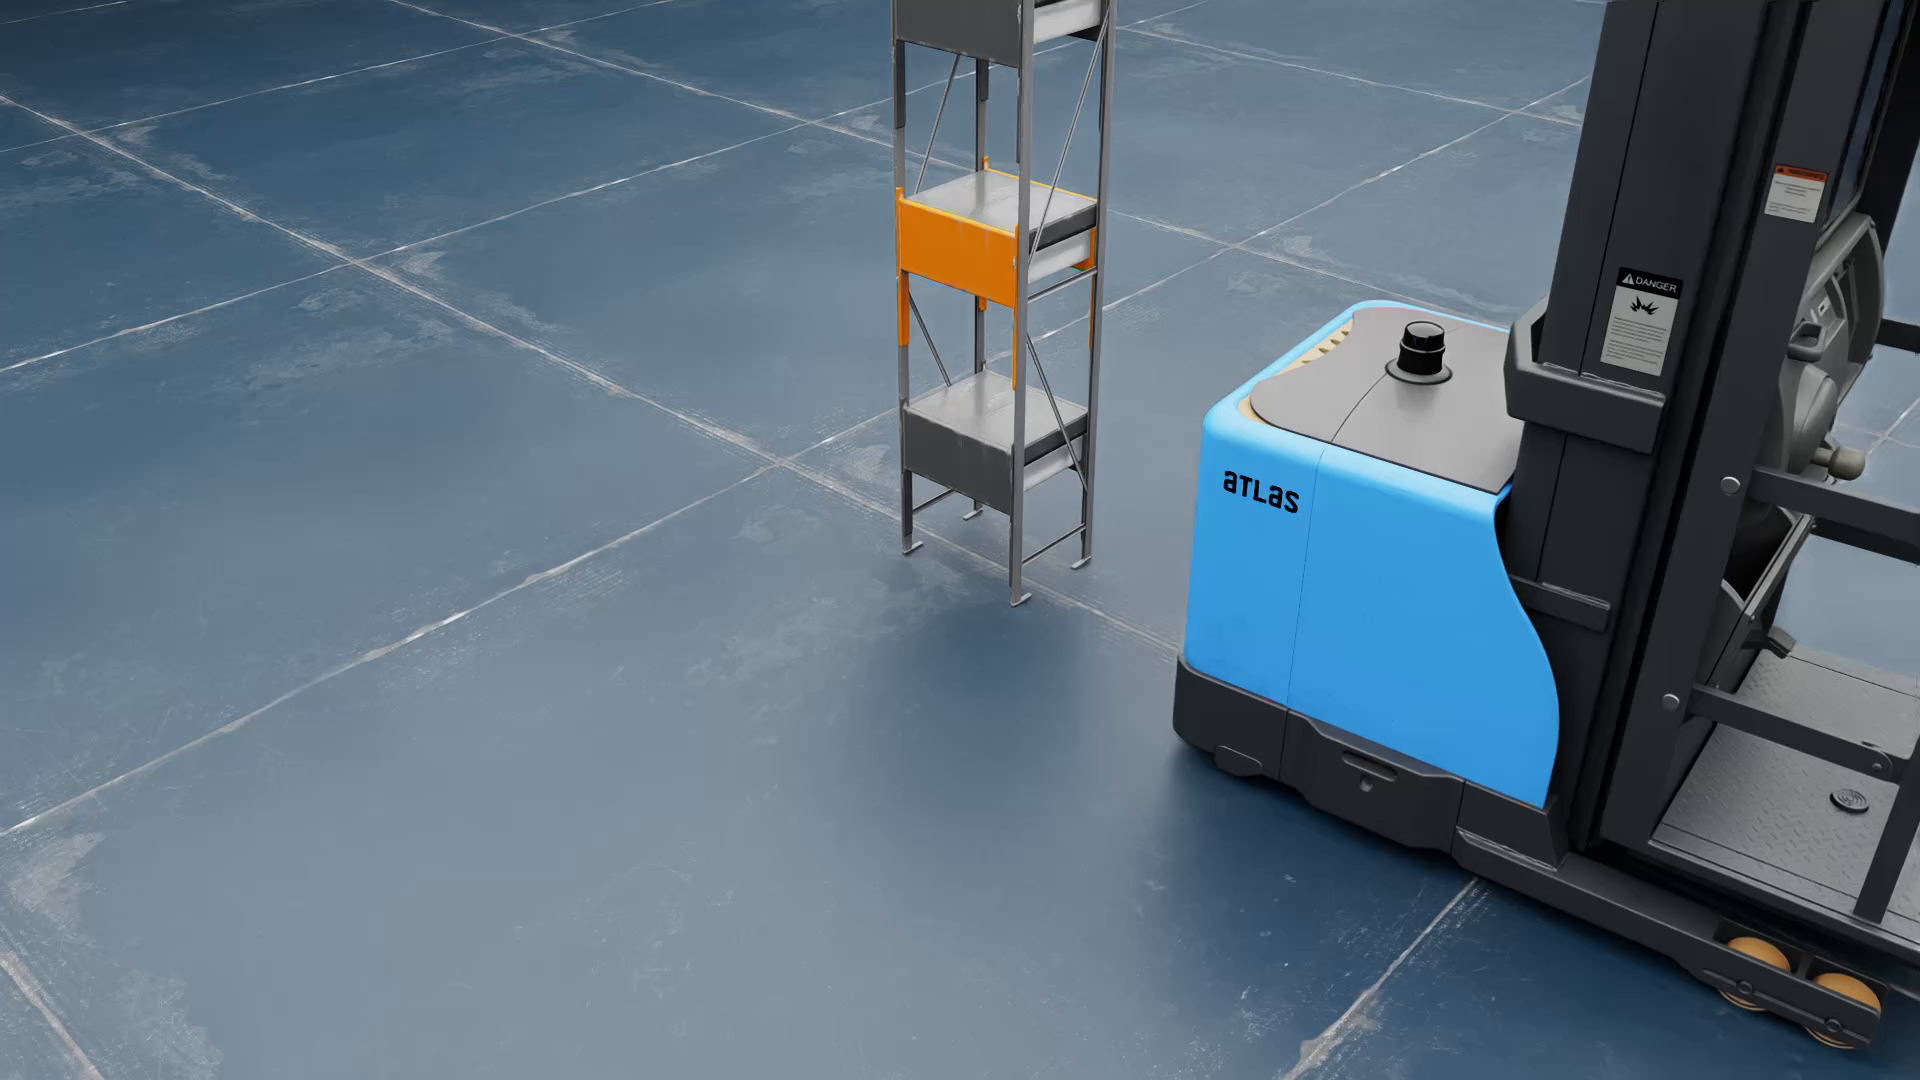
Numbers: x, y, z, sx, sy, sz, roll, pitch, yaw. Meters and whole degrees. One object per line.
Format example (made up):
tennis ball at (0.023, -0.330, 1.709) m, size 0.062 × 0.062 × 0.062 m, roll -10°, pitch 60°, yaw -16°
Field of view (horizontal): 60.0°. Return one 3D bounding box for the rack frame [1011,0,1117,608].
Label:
rack frame at (0.304, -0.758, 4.973) m, size 0.015 × 2.100 × 0.400 m, roll 25°, pitch 39°, yaw 35°

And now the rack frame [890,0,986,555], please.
rack frame at (-0.058, -0.927, 5.254) m, size 0.015 × 2.100 × 0.400 m, roll 25°, pitch 39°, yaw 35°

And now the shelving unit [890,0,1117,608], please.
shelving unit at (0.123, -0.842, 5.113) m, size 0.503 × 2.100 × 0.431 m, roll 25°, pitch 39°, yaw 35°

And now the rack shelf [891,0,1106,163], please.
rack shelf at (0.123, -1.430, 4.759) m, size 0.480 × 0.518 × 0.431 m, roll 25°, pitch 39°, yaw 35°

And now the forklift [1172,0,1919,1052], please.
forklift at (2.089, -0.403, 3.578) m, size 3.031 × 2.935 × 1.130 m, roll 21°, pitch 37°, yaw 31°

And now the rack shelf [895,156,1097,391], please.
rack shelf at (0.123, -0.831, 5.120) m, size 0.480 × 0.518 × 0.431 m, roll 25°, pitch 39°, yaw 35°

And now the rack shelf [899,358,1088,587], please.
rack shelf at (0.123, -0.231, 5.481) m, size 0.480 × 0.518 × 0.431 m, roll 25°, pitch 39°, yaw 35°
